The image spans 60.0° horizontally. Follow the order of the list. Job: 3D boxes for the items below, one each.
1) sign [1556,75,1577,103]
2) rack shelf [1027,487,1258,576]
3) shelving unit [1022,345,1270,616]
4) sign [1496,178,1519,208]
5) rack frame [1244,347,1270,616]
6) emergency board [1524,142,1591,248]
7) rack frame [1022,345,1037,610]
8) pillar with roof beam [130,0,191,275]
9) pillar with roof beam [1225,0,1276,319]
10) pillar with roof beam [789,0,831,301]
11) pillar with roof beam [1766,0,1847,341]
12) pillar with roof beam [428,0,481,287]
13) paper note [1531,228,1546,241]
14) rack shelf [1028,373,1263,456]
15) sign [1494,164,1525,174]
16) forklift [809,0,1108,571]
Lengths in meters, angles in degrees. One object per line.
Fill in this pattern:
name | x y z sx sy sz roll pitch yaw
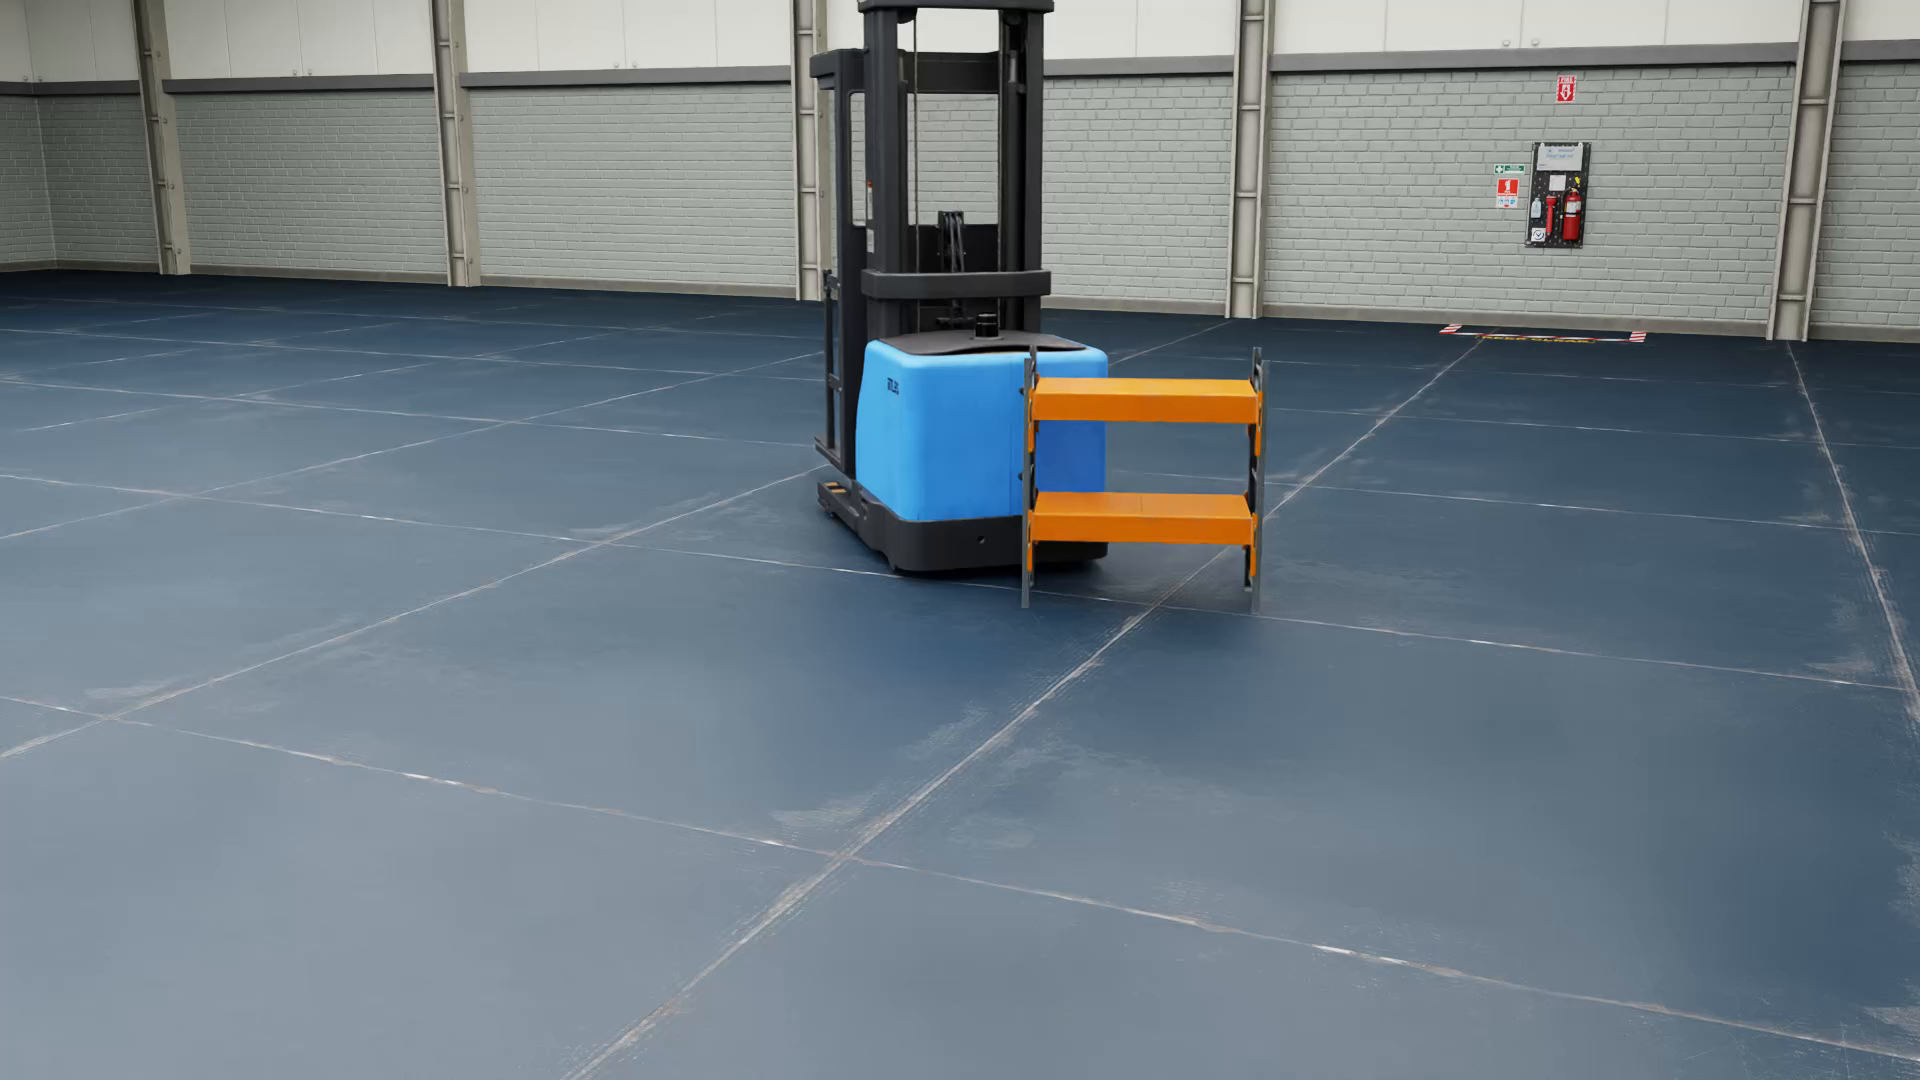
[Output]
sign | 6.760 -5.029 18.546 0.199 0.298 0.001 6 14 23
rack shelf | 0.821 -0.044 7.552 1.000 0.278 0.538 1 13 5
shelving unit | 0.821 -0.282 7.496 1.048 1.125 0.538 1 13 5
sign | 6.263 -3.969 19.025 0.234 0.329 0.001 6 14 23
rack frame | 1.327 -0.271 7.449 0.032 1.125 0.500 1 13 5
emergency board | 6.727 -3.879 18.719 0.643 1.169 0.194 6 14 23
rack frame | 0.315 -0.293 7.543 0.032 1.125 0.500 1 13 5
pillar with roof beam | -14.716 -7.884 22.657 0.400 9.000 9.100 6 14 23
pillar with roof beam | 1.741 -6.219 15.559 0.400 9.000 9.100 6 14 23
pillar with roof beam | -3.745 -6.774 17.925 0.400 9.000 9.100 6 14 23
pillar with roof beam | 7.227 -5.664 13.193 0.400 9.000 9.100 6 14 23
pillar with roof beam | -9.230 -7.329 20.291 0.400 9.000 9.100 6 14 23
paper note | 6.593 -3.481 18.951 0.142 0.148 0.016 6 14 23
rack shelf | 0.821 -0.567 7.429 1.000 0.278 0.538 1 13 5
sign | 6.264 -4.225 18.955 0.331 0.109 0.001 6 14 23
forklift | -0.180 -1.569 9.024 1.130 2.935 3.031 -4 14 -16
